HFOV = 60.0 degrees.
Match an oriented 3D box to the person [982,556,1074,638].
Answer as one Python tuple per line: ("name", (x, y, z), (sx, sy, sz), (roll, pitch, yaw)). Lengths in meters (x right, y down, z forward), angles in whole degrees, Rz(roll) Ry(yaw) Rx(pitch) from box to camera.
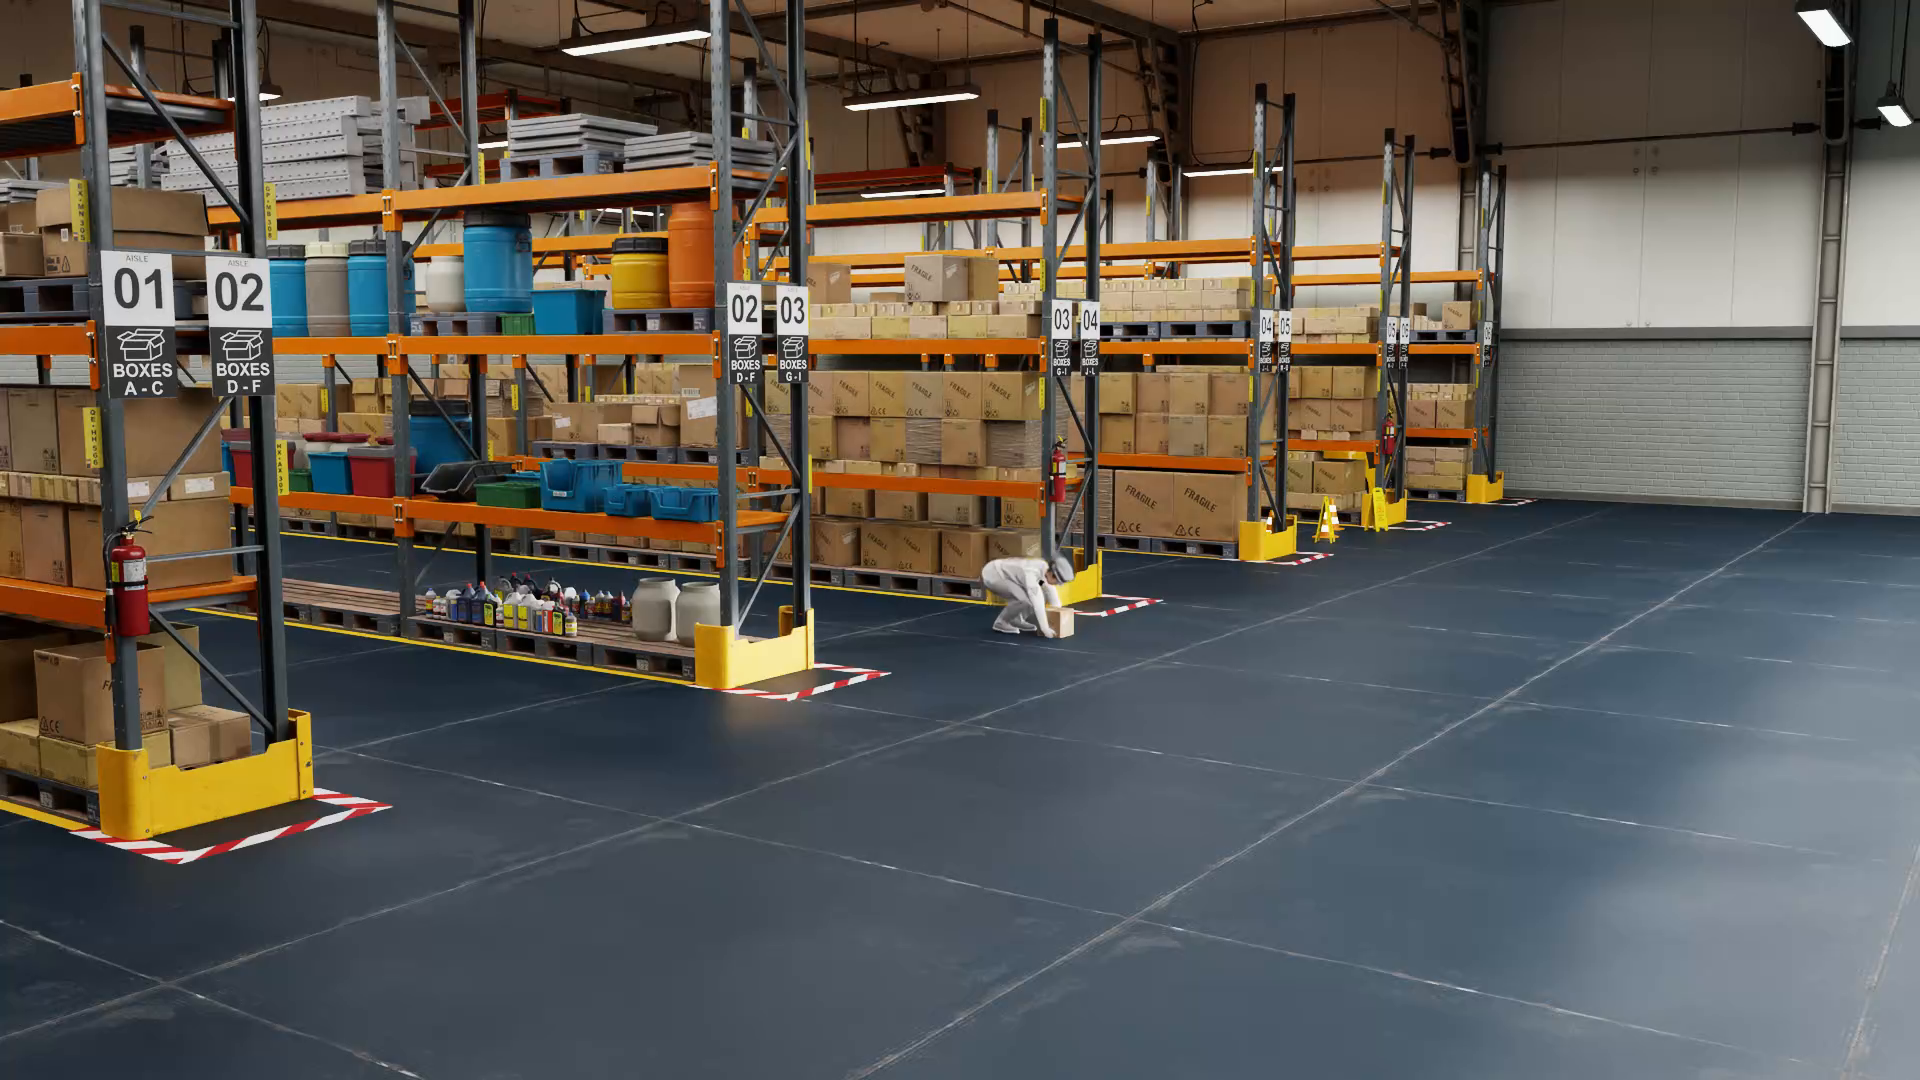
("person", (0.648, 0.522, 15.848), (0.914, 0.761, 0.445), (4, 8, 32))
